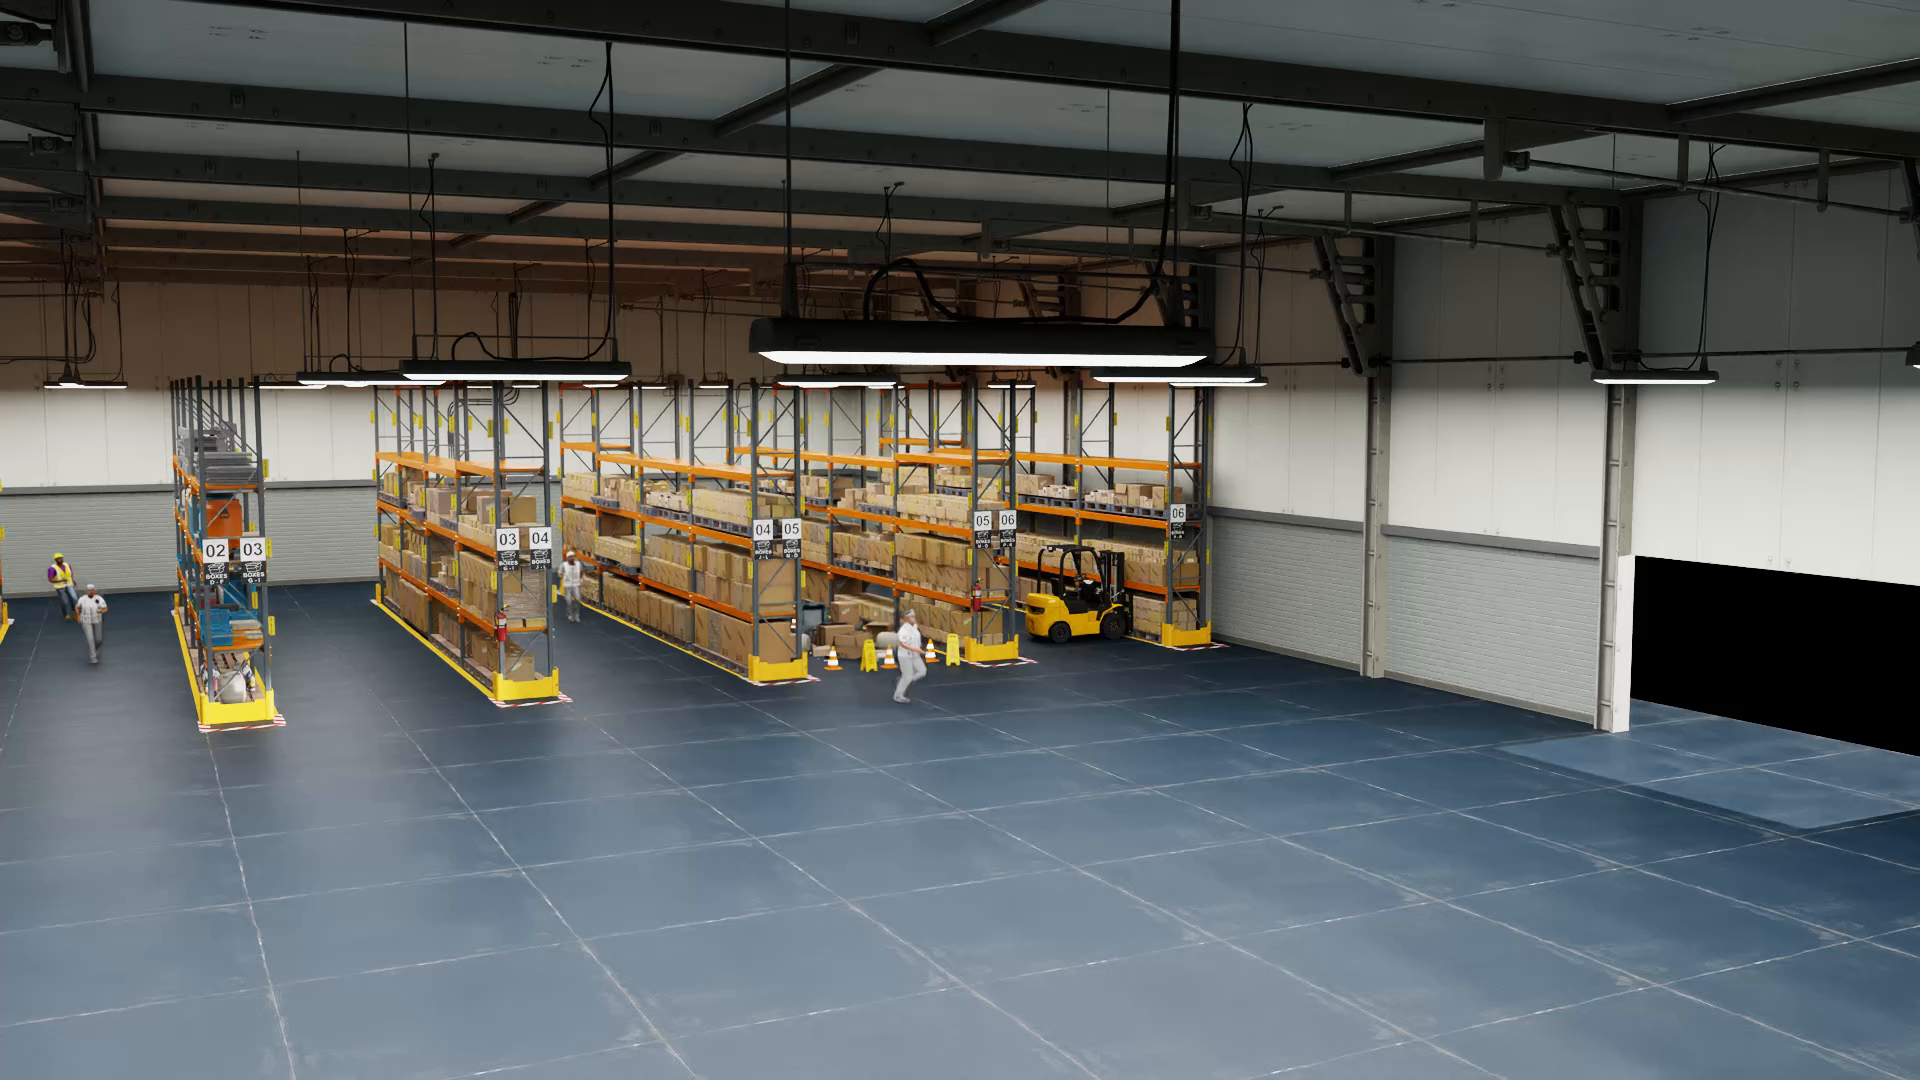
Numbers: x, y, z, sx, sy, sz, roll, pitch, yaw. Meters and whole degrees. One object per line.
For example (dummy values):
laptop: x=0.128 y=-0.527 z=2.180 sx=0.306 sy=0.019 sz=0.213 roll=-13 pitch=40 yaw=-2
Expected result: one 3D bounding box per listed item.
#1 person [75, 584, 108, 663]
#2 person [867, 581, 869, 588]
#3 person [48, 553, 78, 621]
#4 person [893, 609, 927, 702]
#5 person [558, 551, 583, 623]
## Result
person: x=-18.429 y=1.752 z=35.307 sx=0.610 sy=1.644 sz=0.855 roll=-3 pitch=6 yaw=-33
person: x=-2.712 y=0.522 z=46.376 sx=0.548 sy=1.741 sz=0.678 roll=-3 pitch=6 yaw=-26
person: x=-22.296 y=1.169 z=41.355 sx=0.682 sy=1.717 sz=0.700 roll=4 pitch=7 yaw=40
person: x=-0.885 y=2.125 z=30.744 sx=0.692 sy=1.743 sz=0.693 roll=3 pitch=6 yaw=29
person: x=-9.647 y=1.177 z=41.286 sx=0.664 sy=1.802 sz=0.724 roll=-2 pitch=5 yaw=-21
